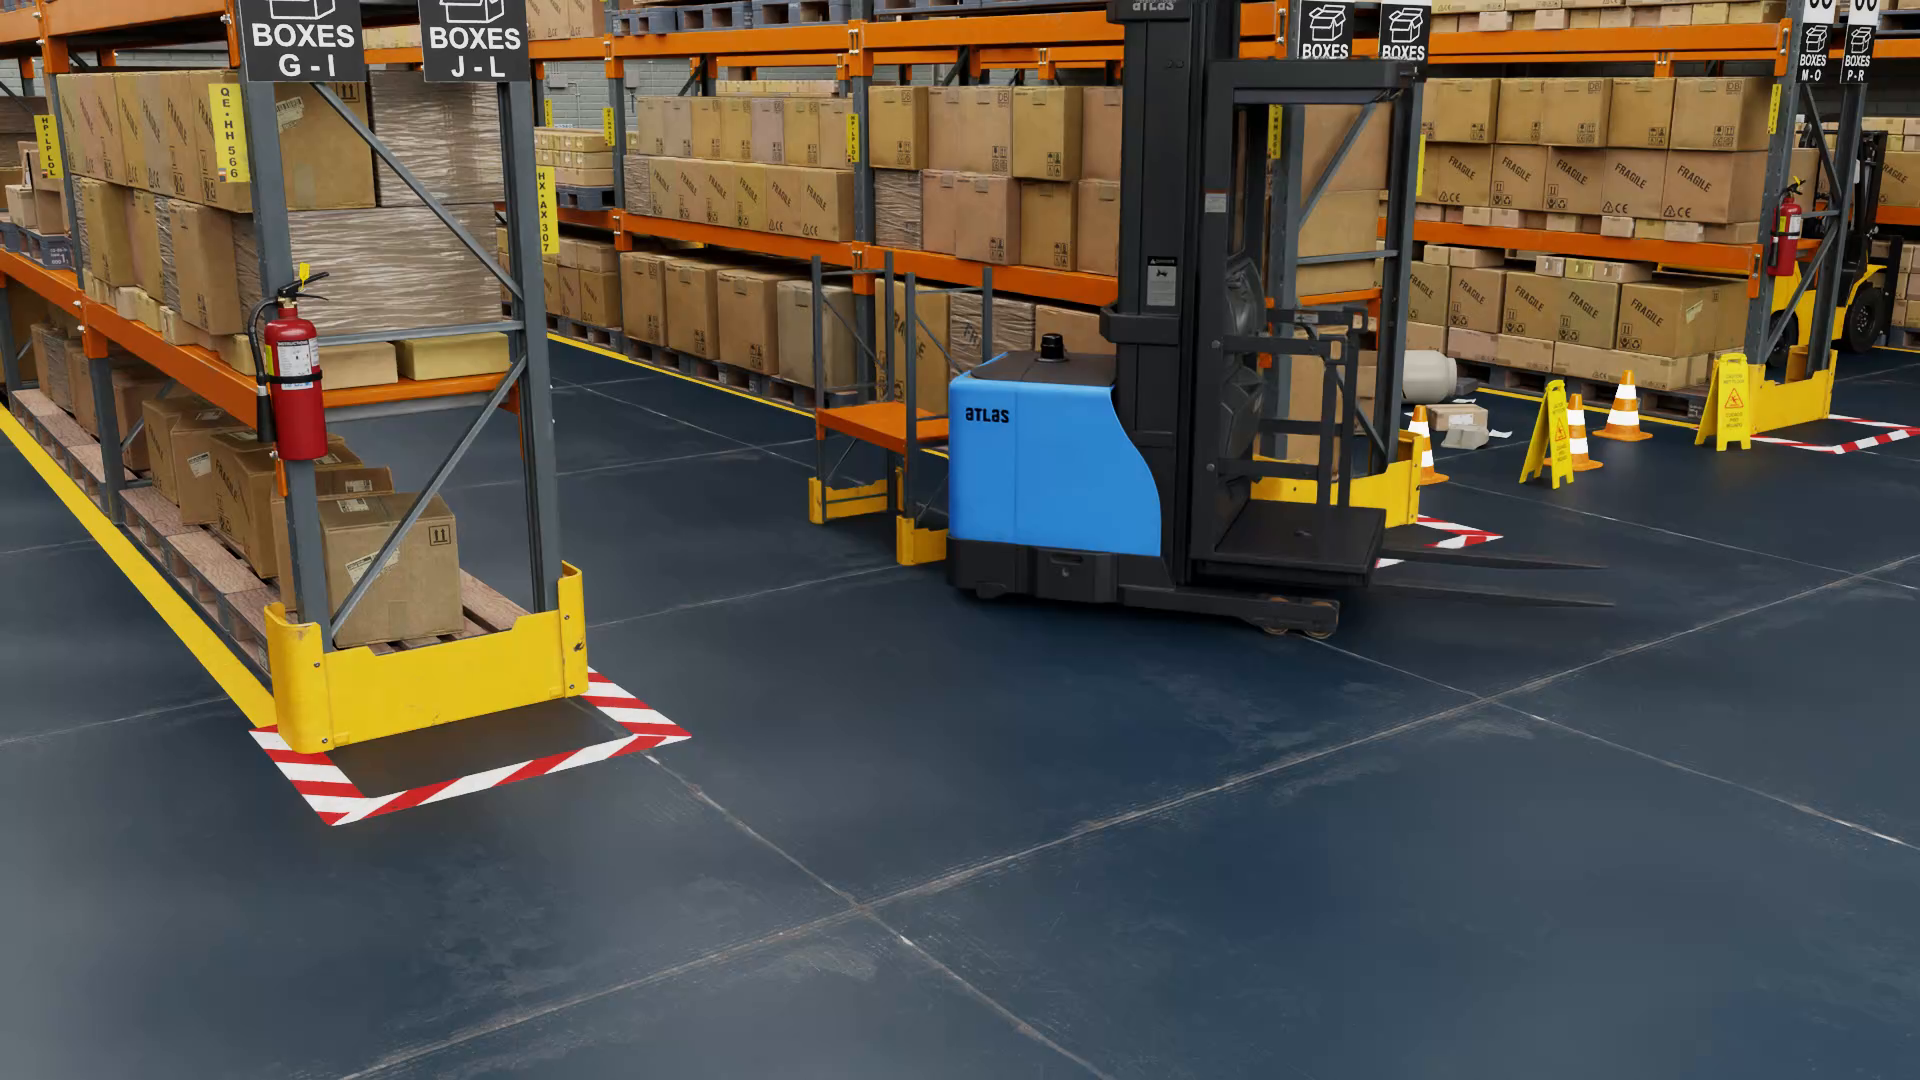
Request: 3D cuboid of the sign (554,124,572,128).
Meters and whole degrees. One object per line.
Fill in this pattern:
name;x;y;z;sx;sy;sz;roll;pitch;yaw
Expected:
sign;-6.829;-7.048;28.633;0.327;0.218;0.001;-11;19;-35

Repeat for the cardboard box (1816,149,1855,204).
cardboard box;8.596;-3.506;16.014;0.500;0.500;0.500;-11;19;-34

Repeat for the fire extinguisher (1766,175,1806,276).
fire extinguisher;5.683;-2.162;11.439;0.296;0.674;0.183;-11;19;-35

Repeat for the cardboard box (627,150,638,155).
cardboard box;-2.943;-3.630;15.774;0.380;0.149;0.250;-10;18;-32

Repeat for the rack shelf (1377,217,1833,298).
rack shelf;4.812;-2.375;13.434;1.077;0.370;4.000;-11;19;-35

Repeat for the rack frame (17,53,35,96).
rack frame;-9.083;-3.319;15.521;1.000;3.000;0.127;-11;19;-35

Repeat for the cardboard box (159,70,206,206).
cardboard box;-2.850;-1.616;6.650;0.500;0.500;0.500;-11;19;-35

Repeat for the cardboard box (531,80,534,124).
cardboard box;-5.080;-4.876;18.561;0.500;0.500;0.500;-10;18;-33

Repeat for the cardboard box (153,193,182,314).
cardboard box;-2.979;-1.272;7.288;0.875;0.500;0.500;-11;19;-35

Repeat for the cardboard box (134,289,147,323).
cardboard box;-3.742;-1.134;8.013;0.380;0.149;0.250;-11;19;-35

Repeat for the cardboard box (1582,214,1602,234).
cardboard box;5.010;-2.442;12.793;0.380;0.149;0.250;-11;19;-34

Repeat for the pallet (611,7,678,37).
pallet;-2.239;-4.440;14.291;1.213;0.211;1.003;-10;18;-32

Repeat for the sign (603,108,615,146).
sign;-3.094;-3.647;14.677;0.100;0.325;0.005;-11;19;-35

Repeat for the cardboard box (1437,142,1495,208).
cardboard box;4.268;-2.991;13.568;0.500;0.500;0.500;-11;19;-35

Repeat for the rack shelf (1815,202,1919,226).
rack shelf;8.825;-3.146;16.252;1.077;0.370;4.000;-11;19;-35

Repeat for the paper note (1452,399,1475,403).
paper note;3.947;-1.095;13.018;0.148;0.019;0.142;10;18;33

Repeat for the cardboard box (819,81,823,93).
cardboard box;-1.573;-5.790;21.238;0.380;0.149;0.250;-10;18;-33

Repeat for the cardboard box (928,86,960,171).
cardboard box;0.298;-2.769;11.181;0.875;0.550;0.550;-11;19;-35

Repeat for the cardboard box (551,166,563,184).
cardboard box;-3.618;-3.437;15.632;0.380;0.149;0.250;-10;18;-34

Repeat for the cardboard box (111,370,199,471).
cardboard box;-4.723;-0.752;10.043;0.700;0.500;0.500;-13;20;-39

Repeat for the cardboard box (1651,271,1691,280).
cardboard box;5.412;-1.864;13.197;0.500;0.500;0.500;-12;19;-37

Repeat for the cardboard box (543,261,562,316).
cardboard box;-3.885;-2.532;16.585;0.500;0.500;0.500;-12;19;-37

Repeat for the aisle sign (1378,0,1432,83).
aisle sign;2.328;-2.790;8.665;0.394;0.787;0.004;-11;19;-35

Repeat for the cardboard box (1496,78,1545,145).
cardboard box;4.656;-3.374;13.076;0.700;0.500;0.500;-11;19;-35

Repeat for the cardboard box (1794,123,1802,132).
cardboard box;8.223;-4.094;16.370;0.380;0.149;0.250;-11;19;-35

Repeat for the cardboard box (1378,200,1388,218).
cardboard box;3.753;-2.865;14.338;0.380;0.149;0.250;-10;18;-33

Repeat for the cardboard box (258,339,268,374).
cardboard box;-2.509;-0.718;6.493;0.380;0.149;0.250;-11;19;-35

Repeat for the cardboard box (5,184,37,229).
cardboard box;-5.932;-2.202;10.927;0.500;0.250;0.500;-12;19;-36

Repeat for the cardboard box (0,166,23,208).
cardboard box;-7.222;-2.580;12.632;0.500;0.500;0.500;-10;18;-33

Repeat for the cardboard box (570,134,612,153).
cardboard box;-3.319;-3.615;15.156;0.380;0.149;0.250;-12;19;-37

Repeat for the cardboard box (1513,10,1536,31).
cardboard box;4.529;-4.040;12.949;0.380;0.149;0.250;-11;19;-34

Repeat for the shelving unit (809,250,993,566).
shelving unit;-0.328;-0.751;8.979;0.587;1.500;1.083;-9;18;-31

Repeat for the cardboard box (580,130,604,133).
cardboard box;-3.549;-3.991;16.529;0.380;0.149;0.250;-10;18;-33

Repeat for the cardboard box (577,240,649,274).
cardboard box;-3.274;-2.677;15.695;0.500;0.250;0.500;-11;19;-36

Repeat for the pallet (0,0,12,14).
pallet;-5.269;-3.336;10.258;1.213;0.211;1.003;-11;19;-35

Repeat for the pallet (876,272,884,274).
pallet;-0.553;-3.359;20.950;1.003;0.211;1.213;-11;19;-35

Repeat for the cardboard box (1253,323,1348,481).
cardboard box;1.592;-0.817;9.610;0.875;0.875;0.875;-11;19;-34

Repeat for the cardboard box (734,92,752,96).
cardboard box;-2.749;-5.877;22.784;0.500;0.500;0.500;-11;19;-35

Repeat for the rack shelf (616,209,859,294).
rack shelf;-1.484;-2.439;13.669;1.077;0.370;4.000;-11;19;-35

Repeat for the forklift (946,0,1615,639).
forklift;1.507;-1.128;7.646;3.031;2.935;1.130;5;16;18

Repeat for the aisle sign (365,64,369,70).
aisle sign;-7.649;-6.145;20.920;0.394;0.787;0.004;-11;19;-35

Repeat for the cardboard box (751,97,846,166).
cardboard box;-1.206;-3.212;13.047;0.700;0.500;0.500;-11;19;-34

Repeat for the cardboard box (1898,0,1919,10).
cardboard box;9.022;-5.103;15.182;0.700;0.500;0.500;-11;19;-34

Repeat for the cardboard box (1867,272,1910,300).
cardboard box;8.855;-2.455;15.829;0.500;0.250;0.500;-11;19;-36

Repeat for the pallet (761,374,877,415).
pallet;-0.823;-1.167;12.941;1.003;0.211;1.213;-11;19;-35

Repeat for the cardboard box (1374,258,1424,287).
cardboard box;3.765;-2.219;14.495;0.500;0.500;0.500;-10;18;-32

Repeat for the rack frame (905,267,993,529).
rack frame;-0.053;-0.635;8.556;0.500;1.500;0.032;-9;18;-31

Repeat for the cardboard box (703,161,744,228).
cardboard box;-1.726;-2.801;13.439;0.500;0.500;0.500;-11;19;-35

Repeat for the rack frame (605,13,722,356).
rack frame;-2.660;-3.213;15.134;1.000;3.000;0.127;-11;19;-35

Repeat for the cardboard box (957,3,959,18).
cardboard box;0.192;-5.828;18.463;0.396;0.266;0.258;-11;19;-36

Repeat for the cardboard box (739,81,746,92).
cardboard box;-2.796;-6.217;22.795;0.380;0.149;0.250;-11;19;-34

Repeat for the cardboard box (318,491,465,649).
cardboard box;-2.381;0.110;6.930;0.500;0.500;0.500;-7;17;-24

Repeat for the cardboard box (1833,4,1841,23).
cardboard box;6.056;-3.742;11.859;0.380;0.149;0.250;-11;19;-34
